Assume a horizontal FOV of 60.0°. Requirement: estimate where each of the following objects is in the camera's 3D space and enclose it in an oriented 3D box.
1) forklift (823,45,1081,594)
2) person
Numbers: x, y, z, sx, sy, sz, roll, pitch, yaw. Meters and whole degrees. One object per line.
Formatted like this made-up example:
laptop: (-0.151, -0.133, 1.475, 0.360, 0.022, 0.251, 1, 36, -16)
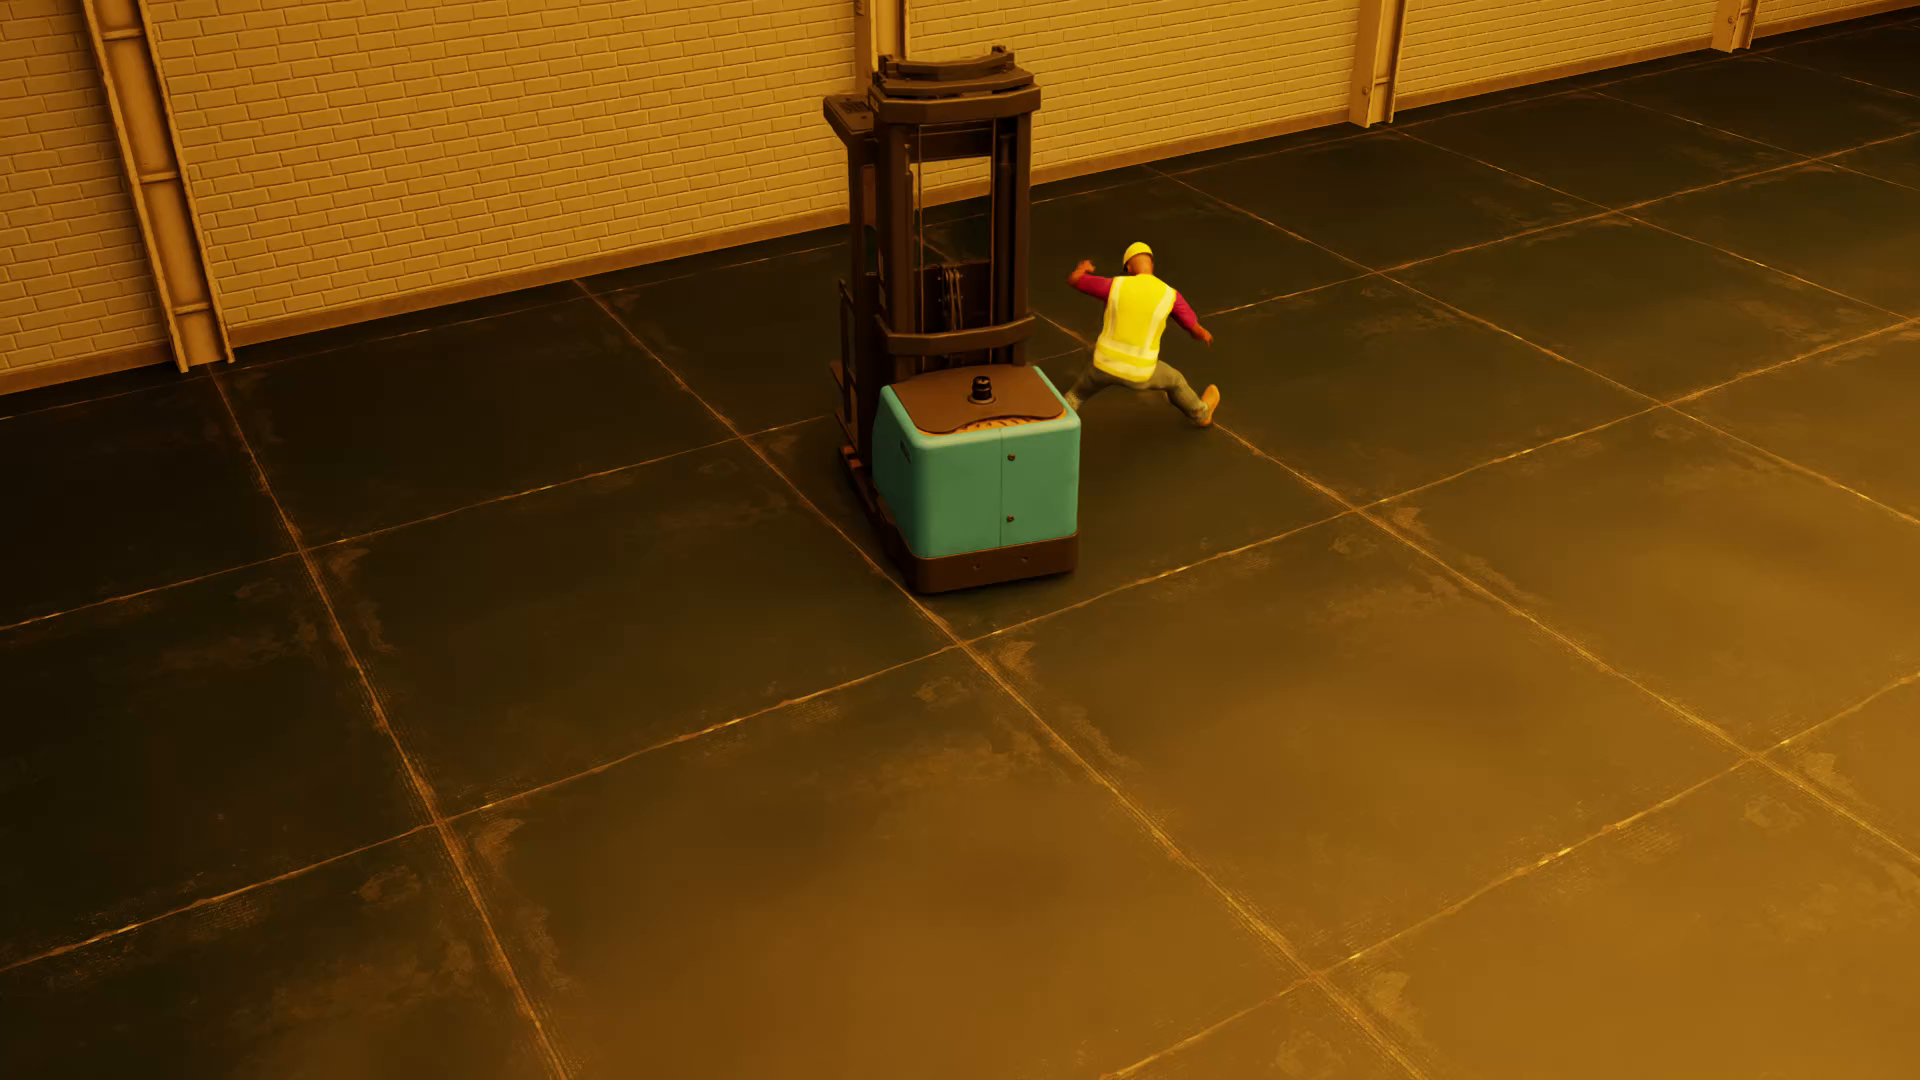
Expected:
forklift: (-0.198, -1.687, 10.464, 1.130, 2.935, 3.031, -9, 32, -14)
person: (1.153, -1.327, 11.361, 1.182, 1.410, 0.967, 10, 32, 16)
